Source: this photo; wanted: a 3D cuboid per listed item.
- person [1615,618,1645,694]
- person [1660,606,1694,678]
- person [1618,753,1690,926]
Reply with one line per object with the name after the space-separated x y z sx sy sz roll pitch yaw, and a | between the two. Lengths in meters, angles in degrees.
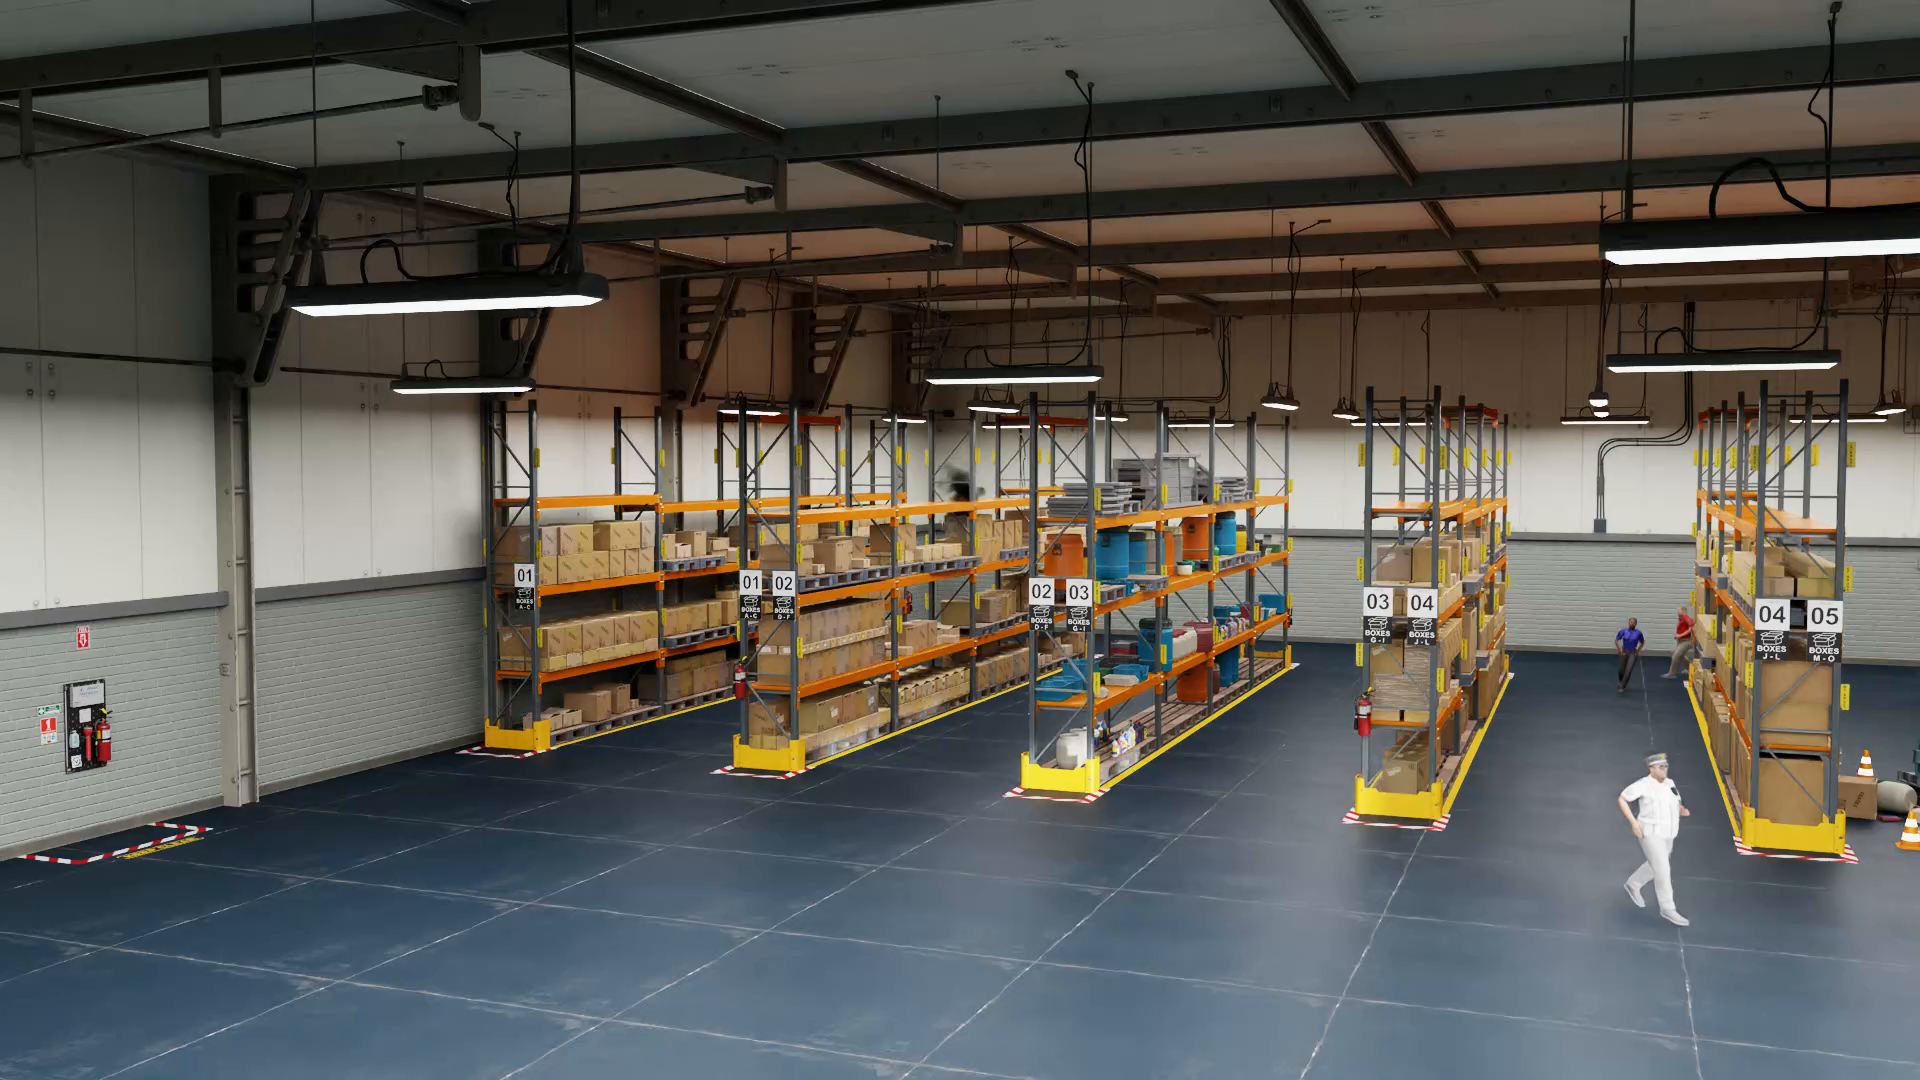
14.297 2.459 35.507 0.603 1.603 0.579 1 3 19 | person
16.303 2.309 37.646 0.801 1.669 0.965 1 3 11 | person
7.576 3.193 18.081 0.666 1.775 0.967 -1 3 -27 | person
